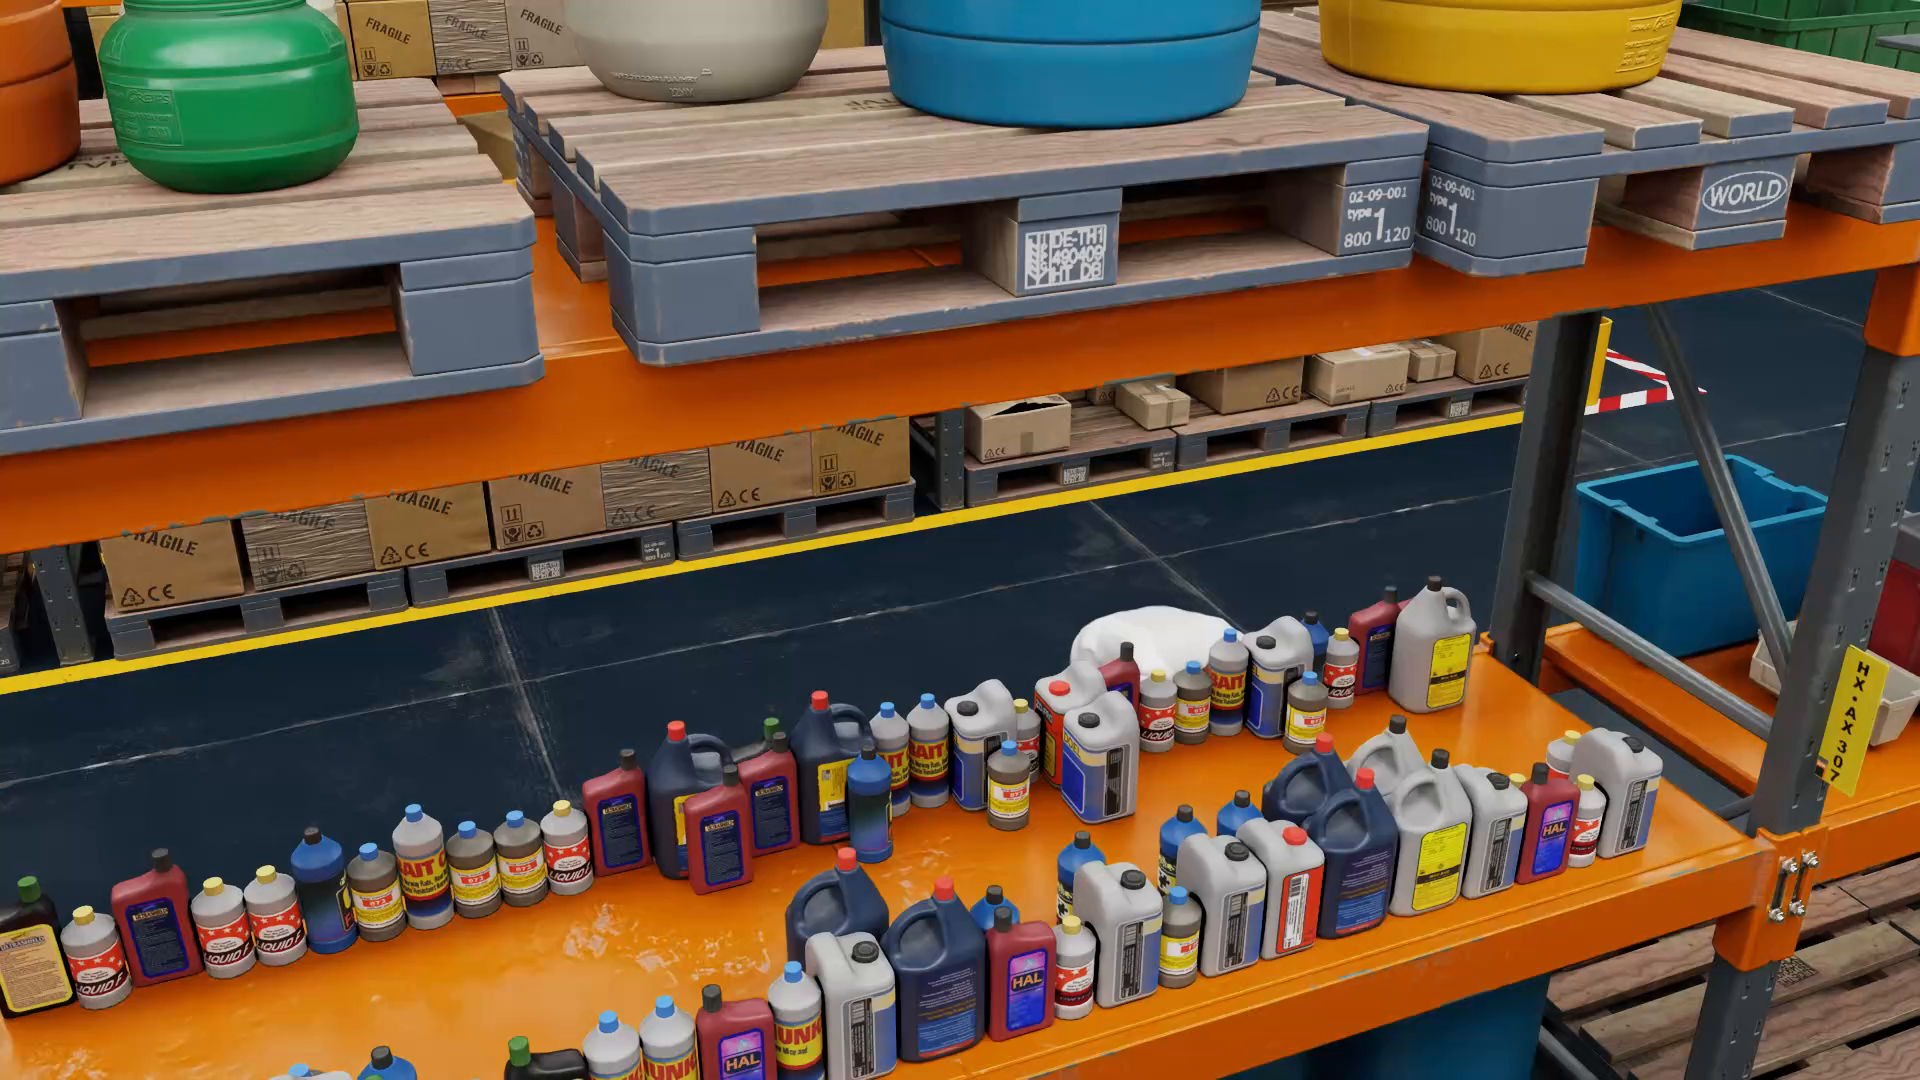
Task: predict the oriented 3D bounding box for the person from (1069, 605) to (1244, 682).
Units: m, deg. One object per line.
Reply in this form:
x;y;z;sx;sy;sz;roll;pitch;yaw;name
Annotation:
0.783;0.634;5.964;0.534;0.858;0.944;-11;28;-22;person
